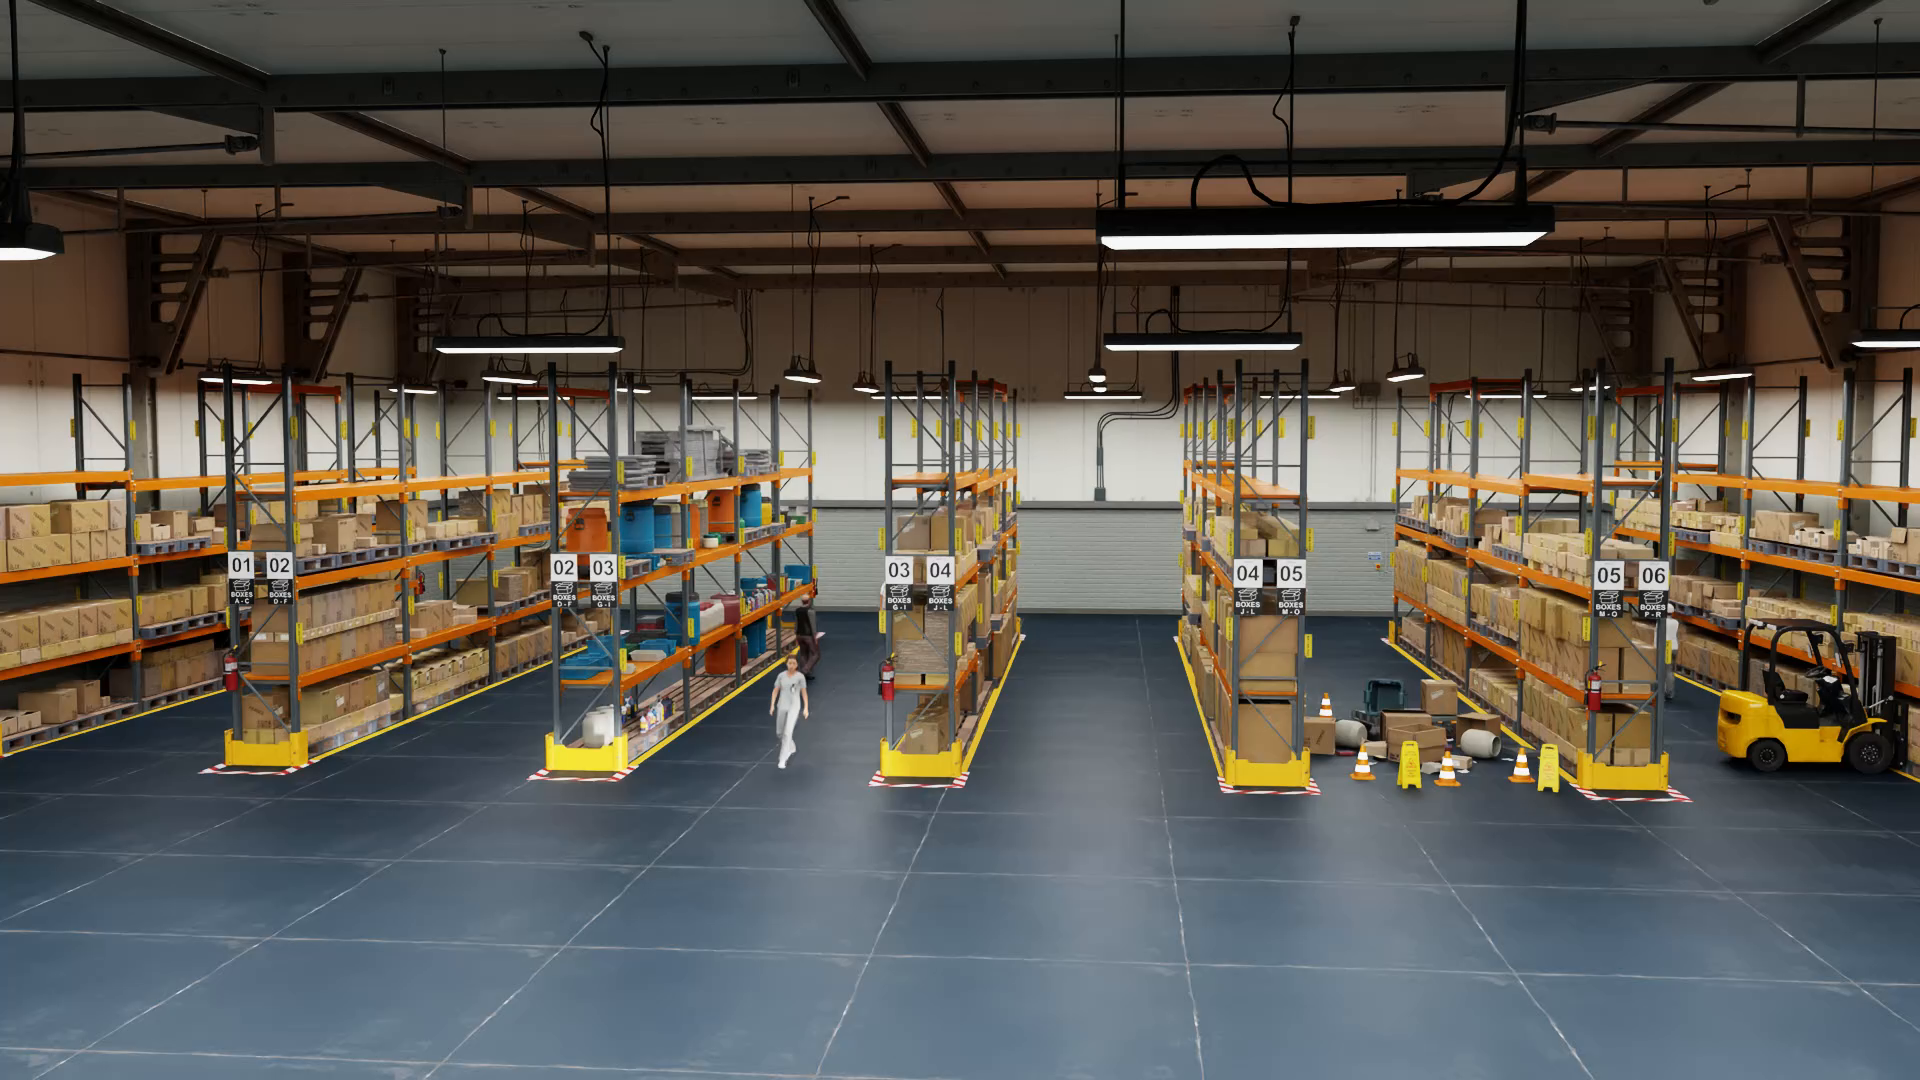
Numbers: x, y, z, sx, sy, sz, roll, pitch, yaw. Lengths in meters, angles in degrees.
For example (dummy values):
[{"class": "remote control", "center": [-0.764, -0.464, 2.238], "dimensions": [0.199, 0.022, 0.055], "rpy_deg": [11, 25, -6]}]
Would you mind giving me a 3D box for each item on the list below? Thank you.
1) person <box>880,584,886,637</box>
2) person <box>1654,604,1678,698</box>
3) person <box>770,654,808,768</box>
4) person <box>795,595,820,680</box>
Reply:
[{"class": "person", "center": [-1.655, 1.585, 39.477], "dimensions": [0.491, 1.603, 1.043], "rpy_deg": [0, 4, 5]}, {"class": "person", "center": [13.215, 2.070, 31.145], "dimensions": [0.566, 1.781, 0.423], "rpy_deg": [-2, 4, -27]}, {"class": "person", "center": [-2.564, 2.542, 25.002], "dimensions": [0.531, 1.644, 0.834], "rpy_deg": [0, 4, 7]}, {"class": "person", "center": [-3.097, 1.957, 33.309], "dimensions": [0.565, 1.725, 0.486], "rpy_deg": [3, 5, 40]}]
